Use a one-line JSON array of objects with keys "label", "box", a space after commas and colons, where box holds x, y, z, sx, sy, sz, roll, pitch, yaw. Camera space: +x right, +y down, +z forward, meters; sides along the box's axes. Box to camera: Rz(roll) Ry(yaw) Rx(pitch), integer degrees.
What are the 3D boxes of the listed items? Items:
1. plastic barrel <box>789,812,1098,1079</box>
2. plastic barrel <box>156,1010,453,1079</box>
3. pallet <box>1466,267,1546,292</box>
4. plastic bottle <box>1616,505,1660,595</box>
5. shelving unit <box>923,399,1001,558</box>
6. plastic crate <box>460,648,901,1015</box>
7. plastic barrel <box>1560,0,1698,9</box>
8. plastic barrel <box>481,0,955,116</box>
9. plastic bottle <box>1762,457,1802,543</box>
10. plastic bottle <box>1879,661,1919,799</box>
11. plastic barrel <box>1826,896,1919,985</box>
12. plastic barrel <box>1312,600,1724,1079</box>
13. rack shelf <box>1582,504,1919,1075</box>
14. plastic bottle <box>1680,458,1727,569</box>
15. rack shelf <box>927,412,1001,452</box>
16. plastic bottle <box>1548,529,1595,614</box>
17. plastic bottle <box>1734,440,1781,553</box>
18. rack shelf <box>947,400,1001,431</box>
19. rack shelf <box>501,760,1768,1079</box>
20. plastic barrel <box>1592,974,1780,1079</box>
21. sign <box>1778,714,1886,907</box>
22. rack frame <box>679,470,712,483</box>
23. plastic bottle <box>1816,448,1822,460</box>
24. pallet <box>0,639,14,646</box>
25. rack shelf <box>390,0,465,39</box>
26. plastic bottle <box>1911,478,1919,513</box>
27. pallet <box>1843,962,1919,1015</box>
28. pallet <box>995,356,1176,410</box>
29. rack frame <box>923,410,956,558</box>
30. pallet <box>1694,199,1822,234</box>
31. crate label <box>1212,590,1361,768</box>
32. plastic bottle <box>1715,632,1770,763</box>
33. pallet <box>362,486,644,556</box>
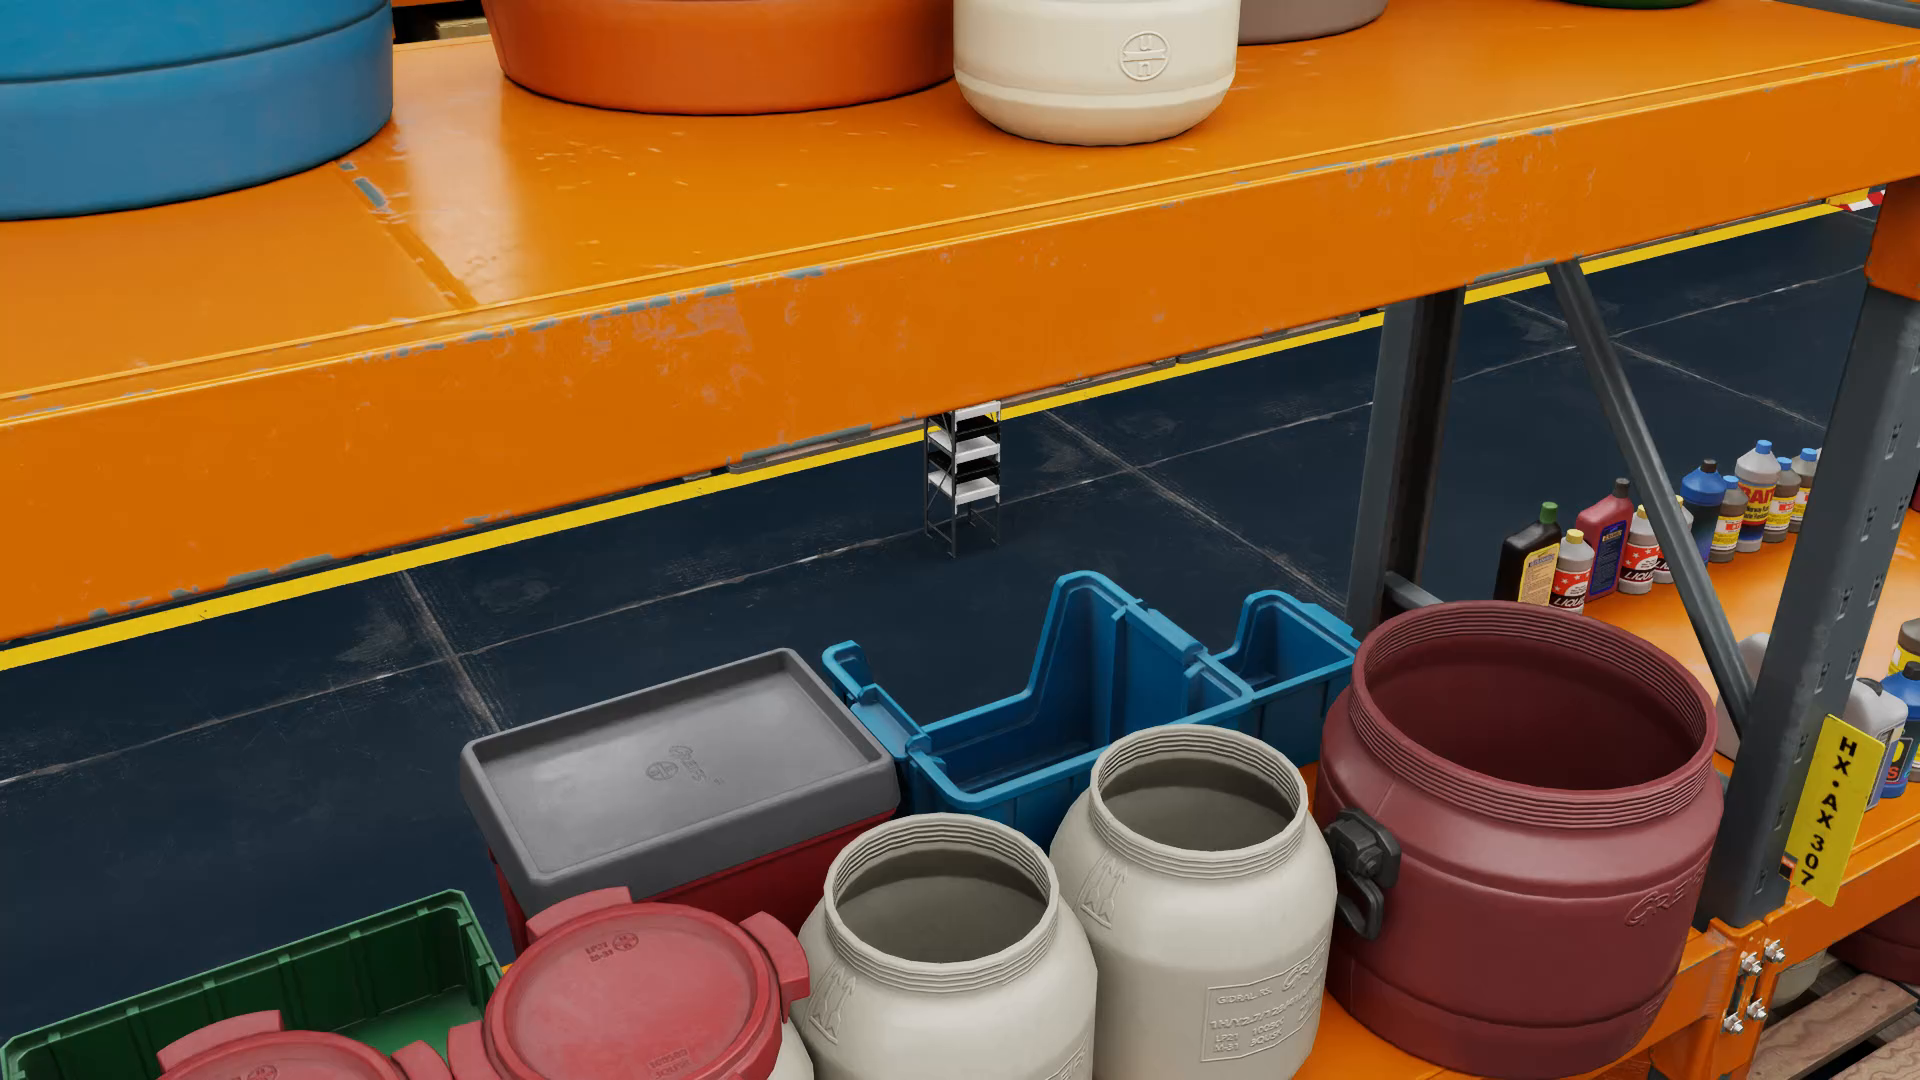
[{"label": "plastic barrel", "box": [-0.024, 0.678, 2.302, 0.421, 0.512, 0.421, 0, 29, 0]}, {"label": "plastic barrel", "box": [-0.762, 0.880, 1.910, 0.433, 0.535, 0.433, 0, 29, 0]}, {"label": "pallet", "box": [2.653, -1.708, 9.626, 1.213, 0.211, 1.003, -16, 33, -26]}, {"label": "plastic bottle", "box": [1.558, 0.016, 3.822, 0.097, 0.201, 0.097, 0, 29, 0]}, {"label": "shelving unit", "box": [0.007, -0.396, 6.536, 0.210, 0.900, 0.258, -16, 33, -26]}, {"label": "plastic crate", "box": [-0.431, 0.523, 2.632, 0.583, 0.464, 0.402, -16, 33, -26]}, {"label": "plastic barrel", "box": [0.931, -0.881, 2.298, 0.294, 0.245, 0.294, 0, 29, 0]}, {"label": "plastic barrel", "box": [-0.264, -0.948, 1.814, 0.708, 0.830, 0.600, -16, 33, -26]}, {"label": "plastic bottle", "box": [1.978, -0.103, 4.038, 0.097, 0.201, 0.097, 0, 29, 0]}, {"label": "plastic bottle", "box": [1.768, 0.351, 3.143, 0.097, 0.271, 0.097, 0, 29, 0]}, {"label": "plastic barrel", "box": [2.505, 0.751, 4.345, 0.708, 0.588, 0.600, -16, 33, -26]}, {"label": "plastic barrel", "box": [0.871, 0.463, 2.666, 0.708, 0.536, 0.600, -16, 33, -26]}, {"label": "rack shelf", "box": [2.842, 0.108, 4.194, 4.000, 0.370, 1.077, -16, 33, -26]}, {"label": "plastic bottle", "box": [1.726, -0.062, 3.892, 0.097, 0.271, 0.097, 0, 29, 0]}, {"label": "rack shelf", "box": [0.007, -0.446, 6.509, 0.200, 0.077, 0.258, -16, 33, -26]}, {"label": "plastic bottle", "box": [1.359, 0.072, 3.720, 0.097, 0.201, 0.097, 0, 29, 0]}, {"label": "plastic bottle", "box": [1.894, -0.110, 3.978, 0.097, 0.271, 0.097, 0, 29, 0]}, {"label": "rack shelf", "box": [0.007, -0.524, 6.465, 0.200, 0.077, 0.258, -16, 33, -26]}, {"label": "rack shelf", "box": [-0.607, 1.087, 2.420, 4.000, 0.370, 1.077, -16, 33, -26]}, {"label": "plastic barrel", "box": [1.531, 0.922, 3.786, 0.708, 0.830, 0.600, -16, 33, -26]}, {"label": "sign", "box": [1.402, 0.439, 2.682, 0.005, 0.325, 0.100, -16, 33, -26]}, {"label": "rack frame", "box": [-1.389, -1.782, 6.874, 0.127, 3.000, 1.000, -16, 33, -26]}, {"label": "plastic bottle", "box": [2.146, -0.151, 4.125, 0.097, 0.201, 0.097, 0, 29, 0]}, {"label": "pallet", "box": [-4.222, 0.222, 6.130, 1.213, 0.211, 1.003, -16, 33, -26]}, {"label": "rack shelf", "box": [-2.177, -4.019, 11.673, 4.000, 0.370, 1.077, -16, 33, -26]}, {"label": "plastic bottle", "box": [2.468, -0.208, 4.143, 0.133, 0.283, 0.061, -16, 33, -26]}, {"label": "pallet", "box": [2.827, 0.997, 4.726, 1.213, 0.211, 1.003, -16, 33, -26]}, {"label": "pallet", "box": [0.325, -1.024, 8.388, 1.213, 0.211, 1.003, -16, 33, -26]}, {"label": "rack frame", "box": [-0.081, -0.371, 6.491, 0.006, 0.900, 0.240, -16, 33, -26]}, {"label": "pallet", "box": [4.756, -2.305, 10.708, 1.213, 0.211, 1.003, -16, 33, -26]}, {"label": "crate label", "box": [0.565, 0.303, 3.270, 0.416, 0.233, 0.303, -16, 33, -26]}, {"label": "plastic bottle", "box": [1.577, 0.302, 3.226, 0.135, 0.276, 0.152, -16, 33, -26]}, {"label": "pallet", "box": [-2.118, -0.376, 7.212, 1.213, 0.211, 1.003, -16, 33, -26]}]
